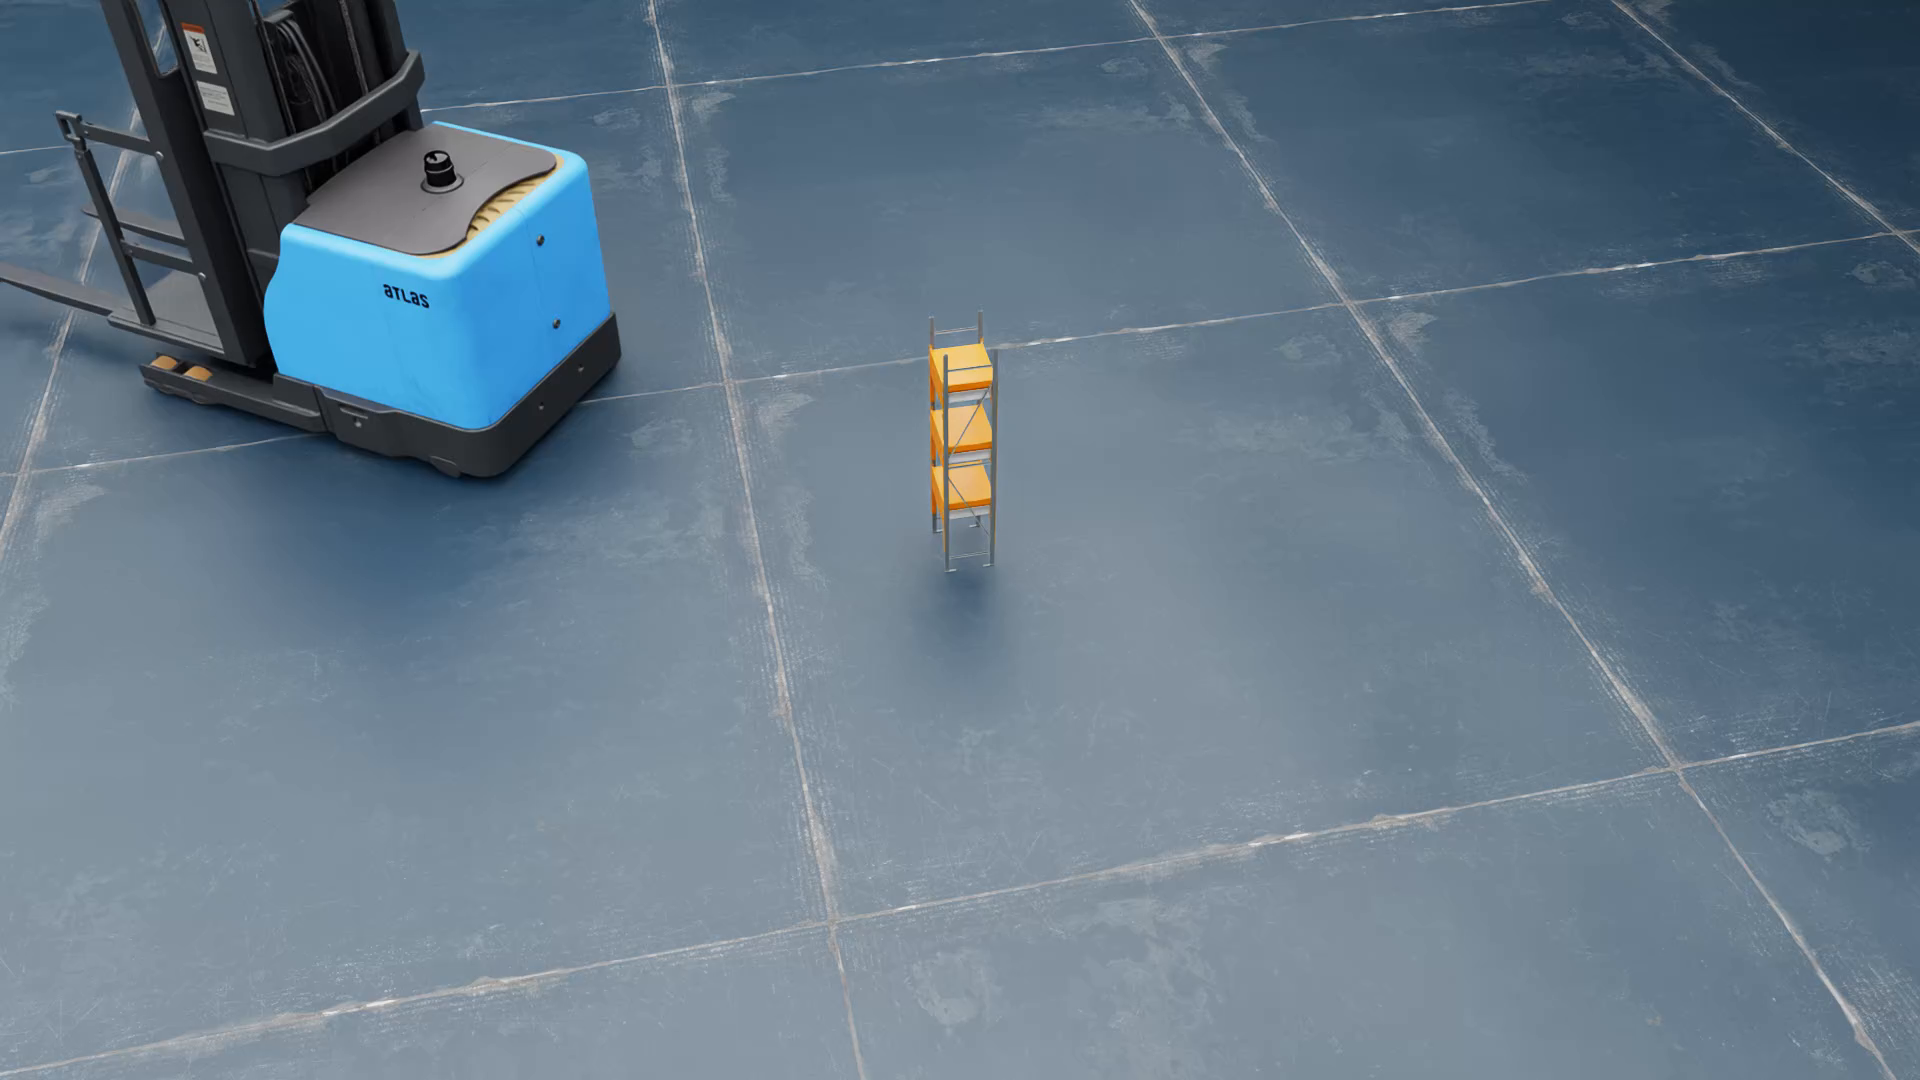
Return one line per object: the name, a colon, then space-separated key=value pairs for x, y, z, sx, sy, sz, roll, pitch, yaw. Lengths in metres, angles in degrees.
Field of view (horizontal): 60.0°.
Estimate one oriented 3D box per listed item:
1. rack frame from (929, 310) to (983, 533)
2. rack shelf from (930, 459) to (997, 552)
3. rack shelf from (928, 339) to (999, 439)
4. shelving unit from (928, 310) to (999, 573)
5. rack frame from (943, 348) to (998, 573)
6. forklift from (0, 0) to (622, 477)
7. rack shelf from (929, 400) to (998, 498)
rack frame: x=-0.015 y=-0.437 z=6.451 sx=0.200 sy=1.050 sz=0.008 roll=-8 pitch=42 yaw=-9
rack shelf: x=0.012 y=-0.142 z=6.554 sx=0.215 sy=0.259 sz=0.240 roll=-8 pitch=42 yaw=-9
rack shelf: x=0.012 y=-0.562 z=6.181 sx=0.215 sy=0.259 sz=0.240 roll=-8 pitch=42 yaw=-9
shelving unit: x=0.012 y=-0.358 z=6.362 sx=0.215 sy=1.050 sz=0.252 roll=-8 pitch=42 yaw=-9
rack frame: x=0.038 y=-0.279 z=6.273 sx=0.200 sy=1.050 sz=0.008 roll=-8 pitch=42 yaw=-9
forklift: x=-3.108 y=-2.006 z=6.803 sx=3.031 sy=2.935 sz=1.130 roll=16 pitch=44 yaw=18
rack shelf: x=0.012 y=-0.350 z=6.369 sx=0.215 sy=0.259 sz=0.240 roll=-8 pitch=42 yaw=-9
